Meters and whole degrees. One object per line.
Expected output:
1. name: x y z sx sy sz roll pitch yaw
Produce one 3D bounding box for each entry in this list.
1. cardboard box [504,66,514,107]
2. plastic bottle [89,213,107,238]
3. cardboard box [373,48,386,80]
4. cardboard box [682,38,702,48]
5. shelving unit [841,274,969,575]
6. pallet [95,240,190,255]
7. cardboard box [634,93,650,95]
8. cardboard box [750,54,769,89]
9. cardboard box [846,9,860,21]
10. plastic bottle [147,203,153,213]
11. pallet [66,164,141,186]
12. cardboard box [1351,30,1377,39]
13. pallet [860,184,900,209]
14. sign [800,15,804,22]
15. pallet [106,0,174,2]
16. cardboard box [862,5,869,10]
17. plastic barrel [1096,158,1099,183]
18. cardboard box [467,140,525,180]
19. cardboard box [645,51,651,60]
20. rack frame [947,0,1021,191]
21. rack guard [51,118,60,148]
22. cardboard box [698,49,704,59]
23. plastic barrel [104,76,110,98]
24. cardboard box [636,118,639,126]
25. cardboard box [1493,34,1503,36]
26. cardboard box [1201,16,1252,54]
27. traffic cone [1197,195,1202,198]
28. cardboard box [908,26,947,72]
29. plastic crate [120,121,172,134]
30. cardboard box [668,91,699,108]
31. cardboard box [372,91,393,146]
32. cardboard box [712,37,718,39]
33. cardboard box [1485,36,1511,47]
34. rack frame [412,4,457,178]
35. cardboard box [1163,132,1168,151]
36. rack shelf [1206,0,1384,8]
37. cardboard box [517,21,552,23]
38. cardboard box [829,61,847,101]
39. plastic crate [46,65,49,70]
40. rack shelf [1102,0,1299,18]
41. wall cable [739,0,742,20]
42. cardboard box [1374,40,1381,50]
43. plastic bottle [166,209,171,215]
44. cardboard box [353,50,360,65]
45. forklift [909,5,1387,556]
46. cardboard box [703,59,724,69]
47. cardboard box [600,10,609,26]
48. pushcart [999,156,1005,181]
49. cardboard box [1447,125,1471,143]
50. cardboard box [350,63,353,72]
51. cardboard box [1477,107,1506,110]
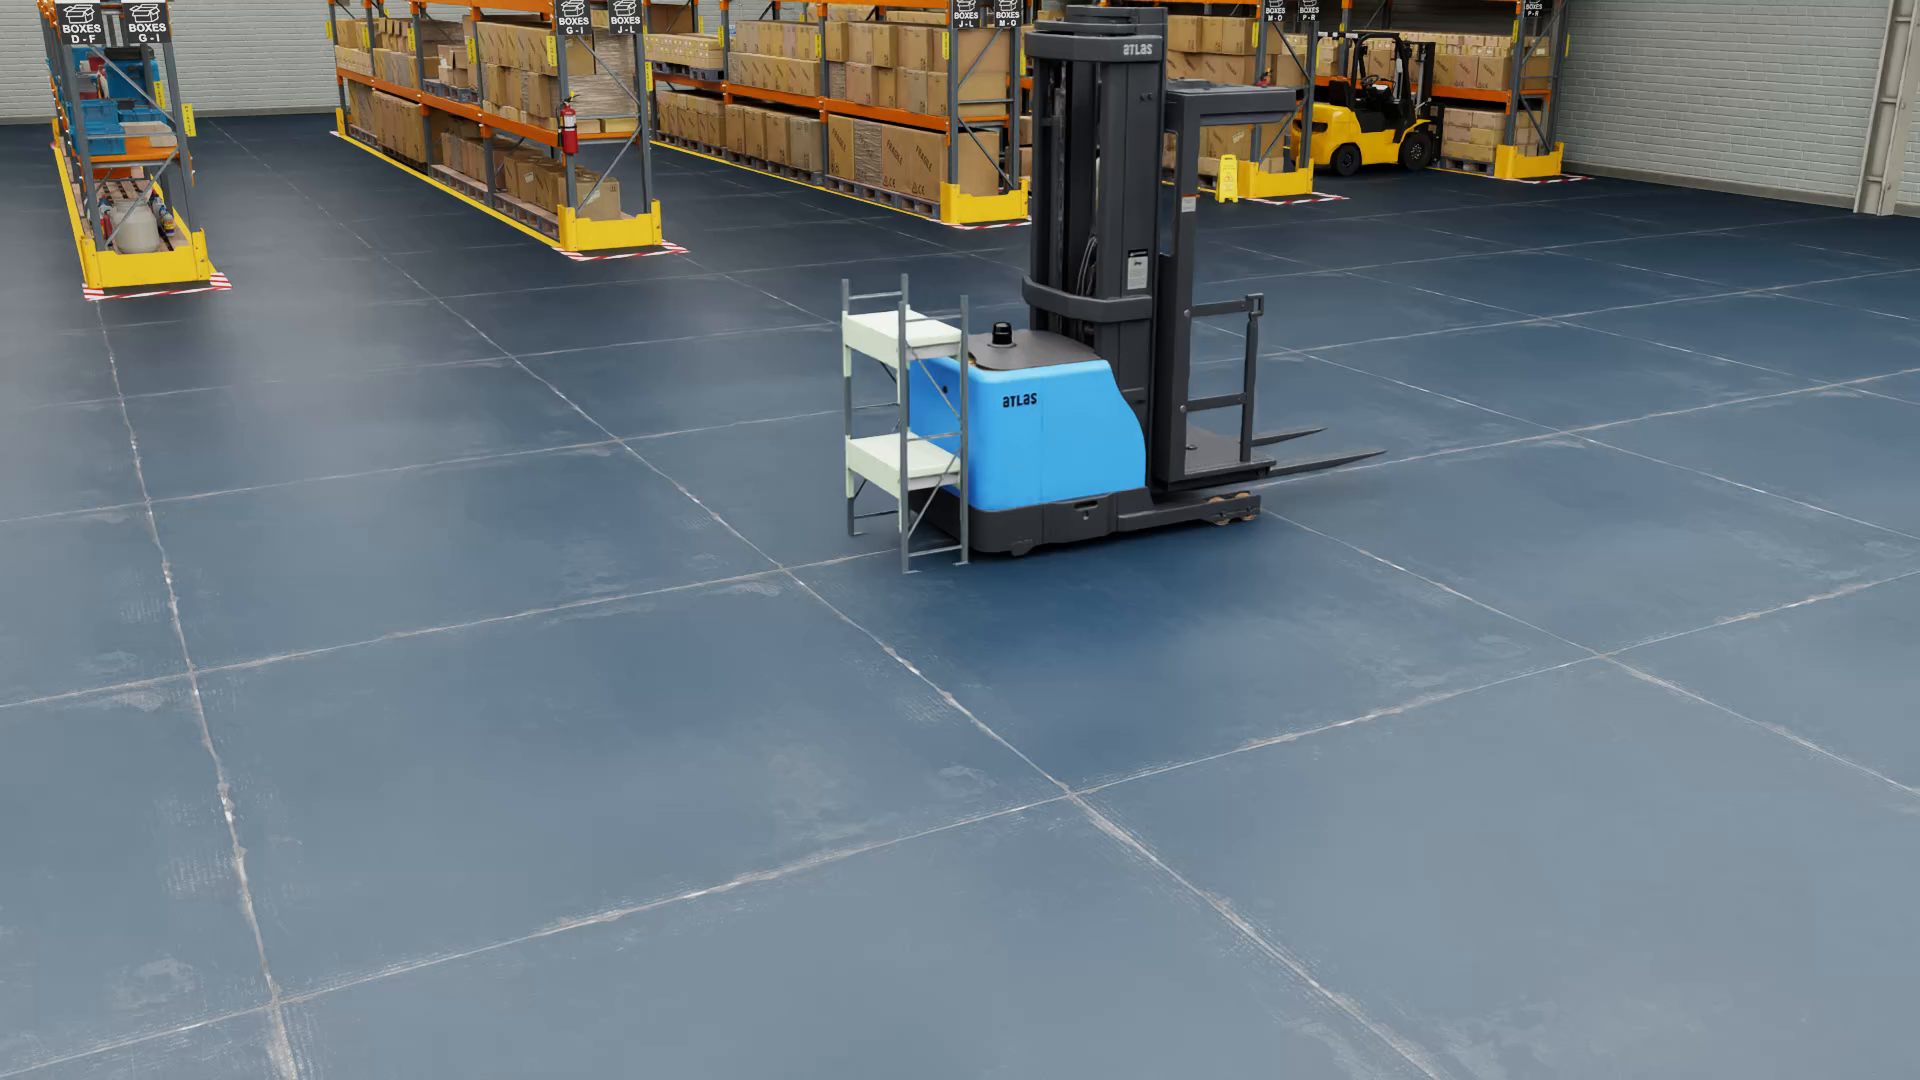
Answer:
1. cardboard box: -5.313 -5.816 21.277 0.875 0.500 0.500 -10 21 -27
2. plastic bottle: -9.817 -3.584 18.921 0.152 0.276 0.135 -10 21 -26
3. cardboard box: -9.805 -8.216 28.691 0.500 0.500 0.500 -10 21 -26
4. cardboard box: -4.608 -8.655 28.946 0.380 0.149 0.250 -10 21 -27
5. shelving unit: -0.307 -0.656 9.233 0.431 1.500 0.755 -10 21 -26
6. pallet: -8.922 -3.058 18.171 1.003 0.211 1.213 -10 21 -27
7. cardboard box: -6.512 -9.111 34.252 0.380 0.149 0.250 -11 22 -28
8. cardboard box: -3.032 -7.517 26.664 0.500 0.500 0.500 -10 21 -27
9. cardboard box: -2.033 -10.779 34.585 0.500 0.500 0.500 -10 21 -26
10. plastic bottle: -9.579 -3.848 19.675 0.061 0.283 0.133 -10 21 -27
11. pallet: -13.249 -5.676 25.757 1.003 0.211 1.213 -10 21 -27
12. cardboard box: 6.974 -8.705 28.658 0.380 0.149 0.250 -10 21 -26
13. pallet: -0.716 -4.883 23.460 1.003 0.211 1.213 -10 21 -27
14. sign: -3.472 -11.386 36.580 0.100 0.325 0.005 -10 21 -27
15. pallet: -8.771 -5.709 17.269 1.003 0.211 1.213 -10 21 -27
16. cardboard box: -1.784 -10.976 34.161 0.380 0.149 0.250 -10 21 -27
17. plastic barrel: 2.303 -5.571 25.127 0.512 0.421 0.421 4 19 11
18. cardboard box: -6.753 -5.550 24.274 0.700 0.500 0.500 -12 22 -31
19. cardboard box: -5.608 -8.975 30.783 0.380 0.149 0.250 -11 22 -29
20. rack frame: 0.308 -5.634 21.362 1.000 3.000 0.127 -10 21 -27
21. rack guard: -16.084 -7.544 30.728 1.175 0.500 0.348 -10 21 -27
22. cardboard box: -4.254 -8.299 28.369 0.380 0.149 0.250 -9 21 -25
23. plastic barrel: -10.625 -5.649 21.196 0.433 0.535 0.433 0 19 0
24. cardboard box: -6.108 -8.143 32.359 0.380 0.149 0.250 -11 22 -28
25. cardboard box: 8.675 -8.051 26.762 0.380 0.149 0.250 -10 21 -26
26. cardboard box: 3.948 -7.350 24.191 0.700 0.500 0.500 -10 21 -26
27. traffic cone: 3.277 -5.155 23.860 0.336 0.463 0.334 -10 21 -27
28. cardboard box: -0.176 -6.472 21.903 0.875 0.550 0.550 -10 21 -27
29. plastic crate: -9.369 -4.725 19.129 0.530 0.136 0.437 -10 21 -27
30. cardboard box: -5.017 -8.045 30.386 0.500 0.250 0.500 -9 21 -25
31. cardboard box: -9.482 -7.353 28.957 1.225 0.875 0.875 -10 21 -26
32. cardboard box: -4.165 -8.832 29.456 0.380 0.149 0.250 -9 21 -25
33. cardboard box: 8.483 -7.831 26.123 0.380 0.149 0.250 -10 21 -27
34. rack frame: -7.904 -7.192 25.875 1.000 3.000 0.127 -10 21 -27
35. cardboard box: 3.269 -6.320 25.769 0.500 0.500 0.500 -9 21 -24
36. rack shelf: 6.134 -10.000 30.518 1.077 0.370 4.000 -10 21 -27
37. cardboard box: -5.548 -6.617 22.068 0.500 0.500 0.500 -10 21 -27
38. cardboard box: -1.406 -6.750 24.363 0.875 0.550 0.550 -10 21 -27
39. plastic crate: -16.155 -8.398 29.683 0.250 0.136 0.298 -10 21 -27
40. rack shelf: 3.667 -8.082 24.959 1.077 0.370 4.000 -10 21 -27
41. wall cable: -5.679 -13.133 41.488 0.585 1.953 0.123 -10 21 -27
42. cardboard box: 7.276 -8.425 28.302 0.380 0.149 0.250 -10 21 -27
43. plastic bottle: -9.142 -3.688 19.212 0.061 0.283 0.133 -10 21 -26
44. cardboard box: -10.734 -8.790 30.282 0.500 0.250 0.500 -10 21 -26
45. forklift: 1.229 -1.614 9.815 3.031 2.935 1.130 -10 21 -26
46. cardboard box: -4.129 -8.081 28.193 0.380 0.149 0.250 -10 21 -26
47. cardboard box: -6.837 -10.421 33.092 0.500 0.500 0.500 -11 22 -28
48. pushcart: 0.734 -5.971 26.358 0.936 0.377 1.648 16 25 39
49. cardboard box: 8.248 -6.572 26.884 0.500 0.250 0.500 -10 22 -27
50. cardboard box: -11.093 -8.775 30.848 0.380 0.149 0.250 -11 22 -28
51. cardboard box: 8.681 -6.882 27.015 0.500 0.250 0.500 -10 21 -27
